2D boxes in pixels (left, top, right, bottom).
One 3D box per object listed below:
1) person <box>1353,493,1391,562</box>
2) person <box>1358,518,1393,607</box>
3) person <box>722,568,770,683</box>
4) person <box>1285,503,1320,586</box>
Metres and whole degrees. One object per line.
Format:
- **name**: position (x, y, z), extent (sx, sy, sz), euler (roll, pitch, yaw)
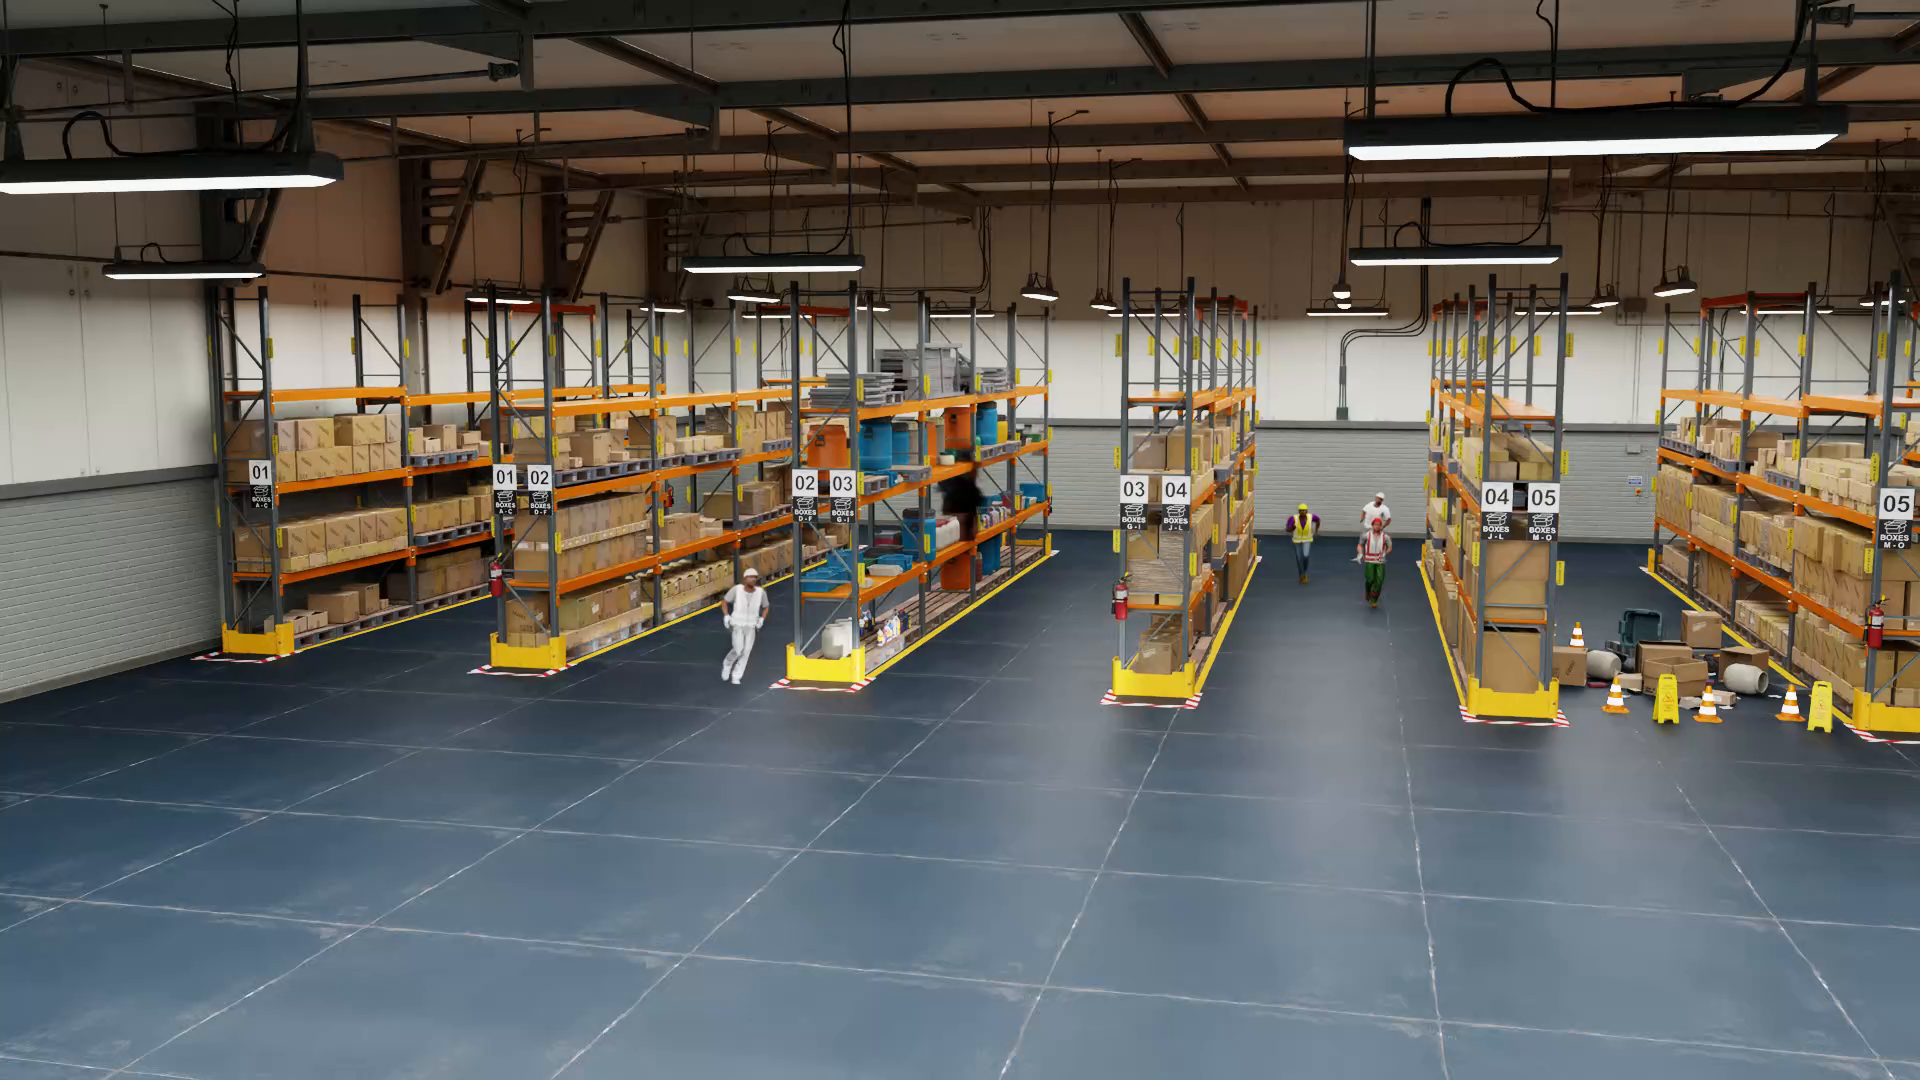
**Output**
- **person**: position (9.708, -0.301, 39.035), extent (0.852, 1.658, 0.618), euler (6, 9, 40)
- **person**: position (8.017, 0.441, 32.080), extent (0.644, 1.739, 0.588), euler (1, 7, 8)
- **person**: position (-3.182, 1.287, 24.851), extent (0.721, 1.724, 0.570), euler (-3, 7, -22)
- **person**: position (7.293, 0.075, 35.478), extent (0.667, 1.756, 0.932), euler (2, 7, 18)
